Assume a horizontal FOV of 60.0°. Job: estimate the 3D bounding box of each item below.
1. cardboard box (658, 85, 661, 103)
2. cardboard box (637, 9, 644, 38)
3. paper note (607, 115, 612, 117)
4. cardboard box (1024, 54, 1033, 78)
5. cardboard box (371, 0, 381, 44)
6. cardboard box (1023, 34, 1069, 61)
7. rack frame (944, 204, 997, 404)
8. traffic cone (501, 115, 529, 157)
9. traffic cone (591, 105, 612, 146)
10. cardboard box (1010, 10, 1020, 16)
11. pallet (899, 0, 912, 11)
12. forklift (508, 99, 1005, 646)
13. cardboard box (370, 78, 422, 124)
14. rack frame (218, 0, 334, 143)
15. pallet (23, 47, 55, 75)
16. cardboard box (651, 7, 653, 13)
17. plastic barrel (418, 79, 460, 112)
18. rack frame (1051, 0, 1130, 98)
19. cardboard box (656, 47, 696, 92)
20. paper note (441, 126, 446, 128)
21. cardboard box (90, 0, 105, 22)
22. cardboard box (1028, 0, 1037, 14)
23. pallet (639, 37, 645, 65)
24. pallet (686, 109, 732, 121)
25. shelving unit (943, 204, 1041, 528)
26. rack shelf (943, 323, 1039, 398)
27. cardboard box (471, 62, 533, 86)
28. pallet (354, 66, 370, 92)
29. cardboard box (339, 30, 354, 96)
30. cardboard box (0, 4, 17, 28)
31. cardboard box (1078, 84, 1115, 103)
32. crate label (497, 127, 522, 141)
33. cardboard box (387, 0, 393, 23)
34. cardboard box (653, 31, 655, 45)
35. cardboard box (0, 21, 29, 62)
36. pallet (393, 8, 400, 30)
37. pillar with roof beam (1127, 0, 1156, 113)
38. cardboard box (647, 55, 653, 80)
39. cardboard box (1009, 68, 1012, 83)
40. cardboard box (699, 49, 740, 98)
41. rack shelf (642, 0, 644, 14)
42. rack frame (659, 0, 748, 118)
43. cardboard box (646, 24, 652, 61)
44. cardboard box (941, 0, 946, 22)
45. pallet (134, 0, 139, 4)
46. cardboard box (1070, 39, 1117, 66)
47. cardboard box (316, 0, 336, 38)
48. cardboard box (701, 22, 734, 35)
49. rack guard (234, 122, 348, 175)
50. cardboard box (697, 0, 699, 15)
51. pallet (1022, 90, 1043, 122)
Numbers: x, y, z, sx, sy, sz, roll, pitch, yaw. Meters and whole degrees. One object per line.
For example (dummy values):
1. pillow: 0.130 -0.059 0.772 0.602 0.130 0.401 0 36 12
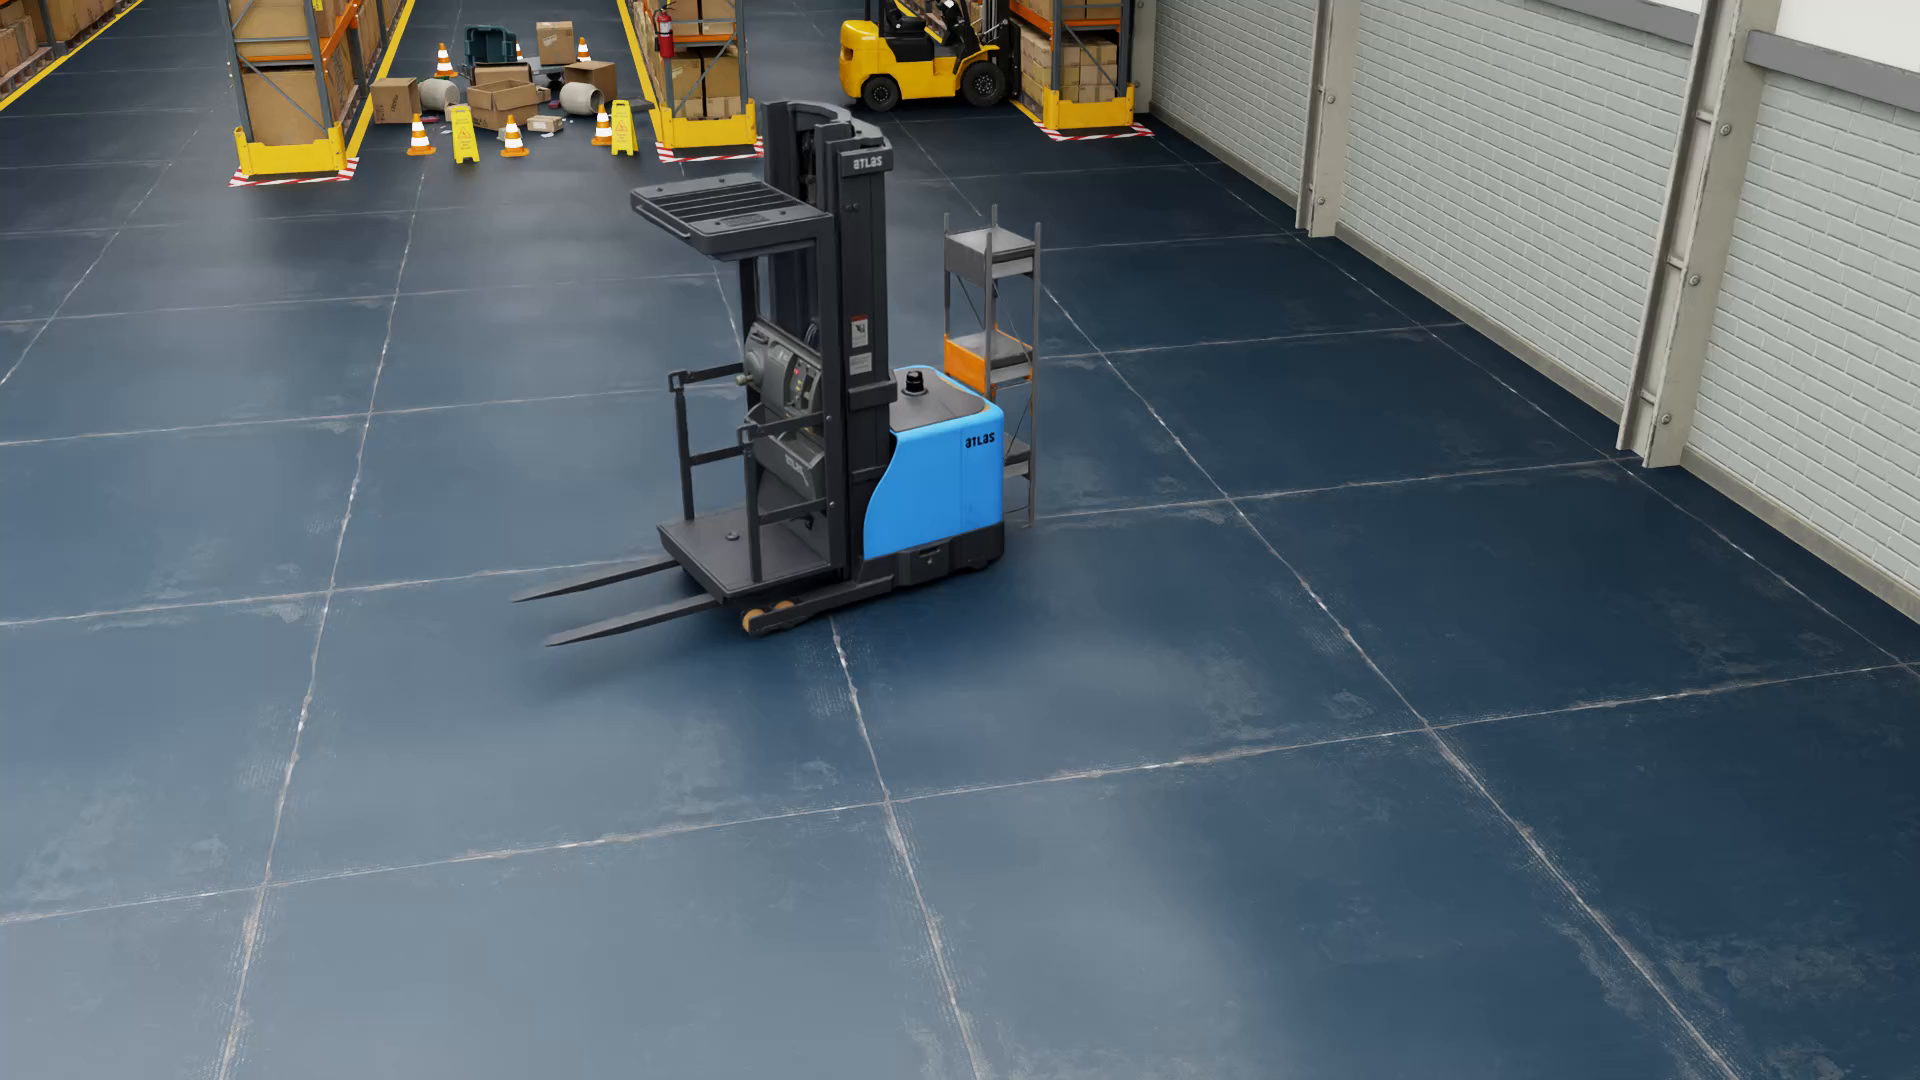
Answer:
1. cardboard box: -3.702 -5.846 21.936 0.500 0.250 0.500 -6 27 -11
2. cardboard box: -4.660 -8.285 26.632 0.950 0.372 0.625 -6 27 -13
3. paper note: -4.685 -5.729 22.412 0.142 0.019 0.148 -16 31 -29
4. cardboard box: 1.170 -6.423 22.523 0.500 0.250 0.500 -6 27 -12
5. cardboard box: -9.702 -8.202 26.049 1.050 0.750 0.750 -6 27 -12
6. cardboard box: 1.158 -6.637 22.392 0.500 0.250 0.500 -5 27 -11
7. rack frame: 0.069 -1.176 11.097 0.400 2.100 0.015 -16 31 -29
8. traffic cone: -5.507 -4.994 20.477 0.336 0.463 0.334 -6 27 -12
9. traffic cone: -4.502 -5.256 20.996 0.336 0.463 0.334 -6 27 -12
10. cardboard box: 0.694 -7.529 24.160 0.500 0.250 0.500 -6 27 -12
11. pallet: -0.519 -9.970 30.614 1.003 0.211 1.213 -6 27 -12
12. forklift: -1.235 -0.997 9.820 3.031 2.935 1.130 -16 31 -28
13. cardboard box: -7.500 -5.848 22.124 0.500 0.500 0.500 -1 27 -3
14. rack frame: -7.948 -5.784 19.226 1.000 3.000 0.127 -6 27 -12
15. pallet: -14.432 -7.248 25.223 1.003 0.211 1.213 -6 27 -12
16. cardboard box: -3.928 -7.133 22.179 0.380 0.149 0.250 -6 27 -12
17. plastic barrel: -7.100 -6.047 22.608 0.512 0.421 0.421 13 30 24
18. rack frame: 1.687 -6.836 21.312 1.000 3.000 0.127 -6 27 -12
19. cardboard box: -3.704 -6.179 21.764 0.500 0.500 0.500 -5 27 -10
20. paper note: -6.785 -5.422 21.827 0.032 0.001 0.123 8 28 15
21. cardboard box: -15.142 -9.160 27.808 1.225 0.875 0.875 -7 28 -13
22. cardboard box: 1.212 -7.299 22.118 0.500 0.500 0.500 -5 27 -10
23. pallet: -4.505 -7.720 26.157 1.003 0.211 1.213 -6 27 -12
24. pallet: -3.314 -5.479 21.718 1.003 0.211 1.213 -6 27 -12
25. shelving unit: 0.200 -1.084 10.913 0.431 2.100 0.503 -16 31 -29
26. rack shelf: 0.200 -1.072 10.920 0.431 0.518 0.480 -16 31 -29
27. cardboard box: -6.230 -6.200 22.672 0.797 0.637 0.503 -6 27 -12
28. pallet: -9.097 -6.626 23.990 1.003 0.211 1.213 -6 27 -12
29. cardboard box: -8.776 -6.495 22.528 0.875 0.875 0.875 -6 27 -11
30. cardboard box: -14.297 -7.729 24.533 0.500 0.250 0.500 -3 27 -6
31. cardboard box: 1.767 -6.032 22.303 0.500 0.250 0.500 -6 27 -11
32. crate label: -5.745 -5.187 21.222 0.250 0.136 0.298 -23 35 -38
33. cardboard box: -9.779 -8.924 27.756 0.500 0.500 0.500 -6 27 -11
34. cardboard box: -3.843 -6.621 21.919 0.380 0.149 0.250 -5 27 -9
35. cardboard box: -14.298 -7.382 24.680 0.700 0.500 0.500 -8 28 -16
36. pallet: -10.197 -8.928 28.552 1.003 0.211 1.213 -6 27 -12
37. pillar with roof beam: -1.786 -9.475 19.881 9.100 9.000 0.400 -6 27 -12
38. cardboard box: -4.180 -6.760 23.746 0.500 0.250 0.500 -7 28 -14
39. cardboard box: 0.927 -6.636 23.500 0.500 0.250 0.500 -5 27 -10
40. cardboard box: -3.067 -6.018 21.444 0.500 0.500 0.500 -7 28 -13
41. rack shelf: -4.501 -8.643 25.691 1.077 0.370 4.000 -6 27 -12
42. rack frame: -3.148 -6.331 20.310 1.000 3.000 0.127 -6 27 -12
43. cardboard box: -4.180 -7.095 23.578 0.500 0.500 0.500 -5 27 -9
44. cardboard box: 0.166 -8.914 27.598 0.875 0.625 0.625 -5 27 -10
45. pallet: -15.881 -10.226 31.122 1.003 0.211 1.213 -6 27 -12
46. cardboard box: 1.763 -6.473 22.068 0.500 0.250 0.500 -6 27 -12
47. cardboard box: -8.225 -6.507 20.492 0.875 0.550 0.550 -6 27 -12
48. cardboard box: -3.023 -6.389 20.704 0.380 0.149 0.250 -6 27 -11
49. rack guard: -7.943 -4.657 19.769 1.175 0.500 0.348 -6 27 -12
50. cardboard box: -3.105 -6.971 21.138 0.500 0.500 0.500 -5 27 -10
51. pallet: 1.474 -5.923 22.597 1.003 0.211 1.213 -6 27 -12
